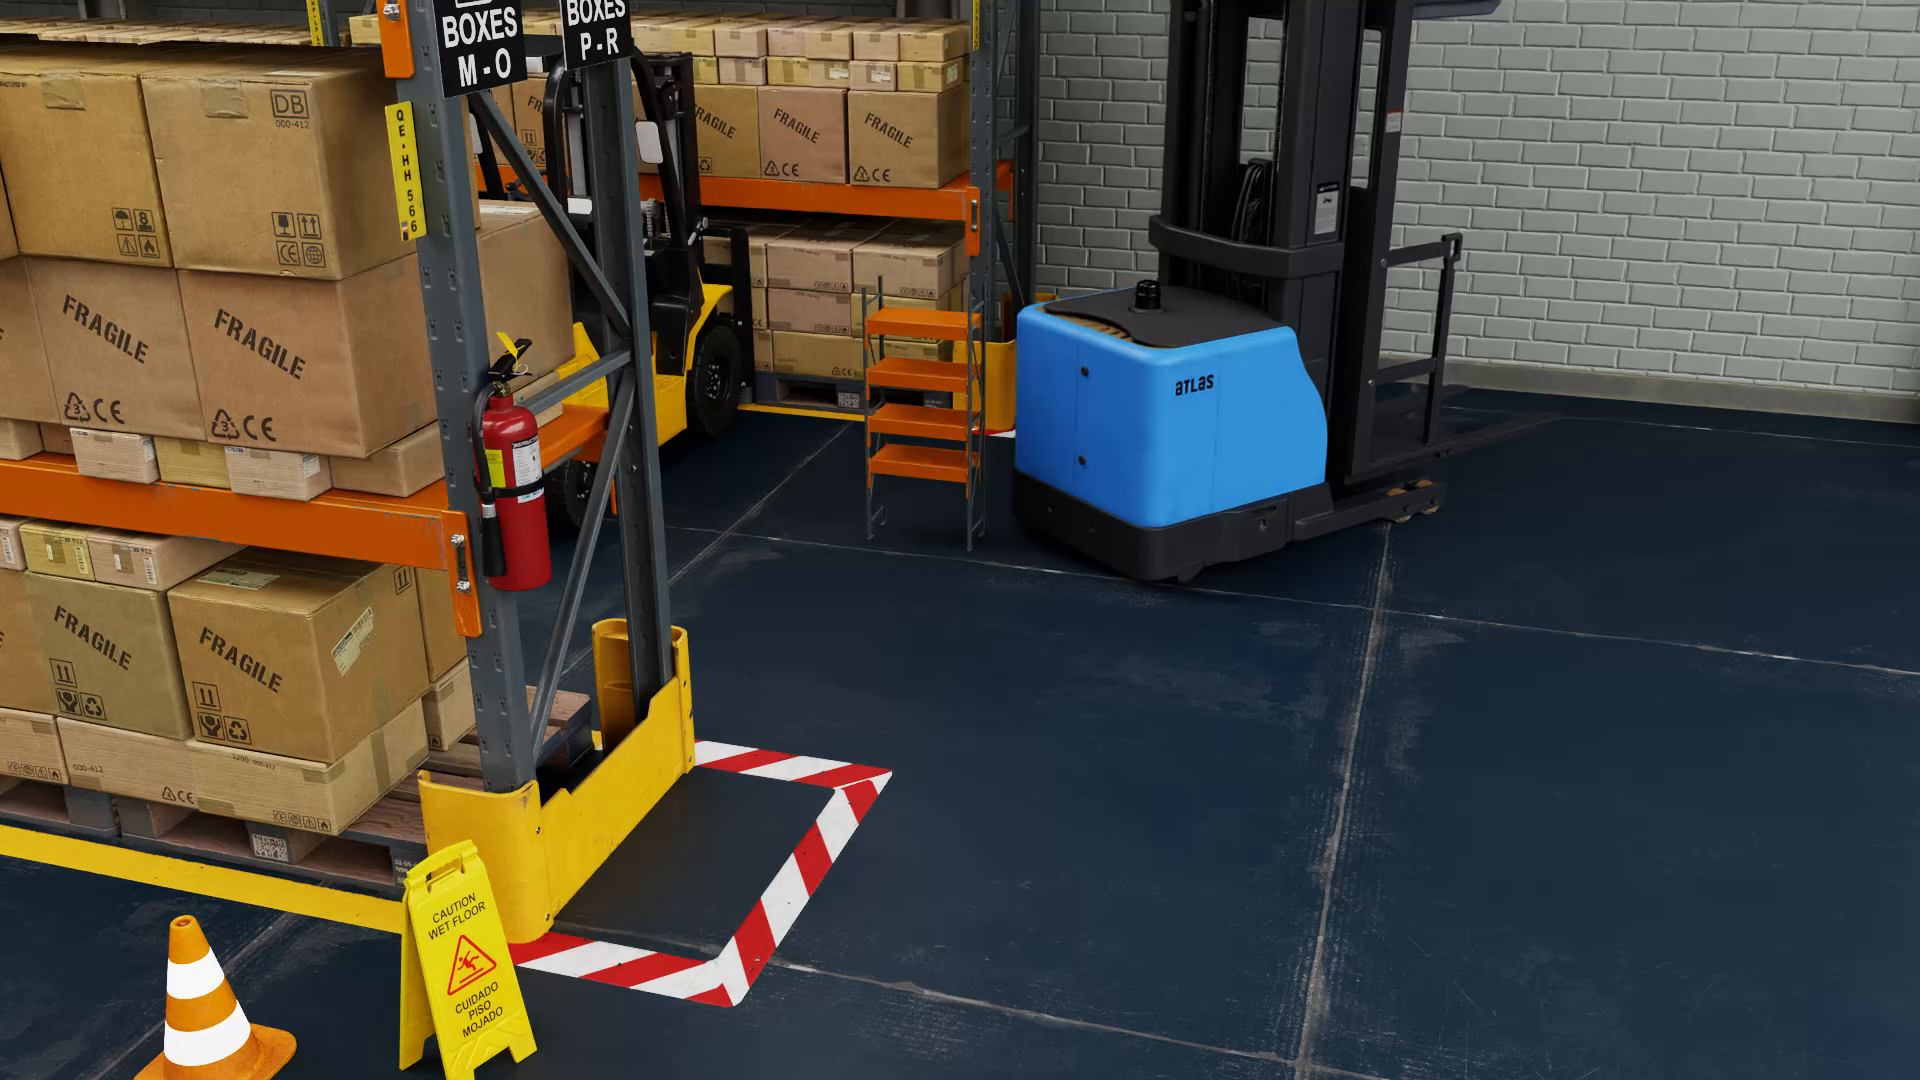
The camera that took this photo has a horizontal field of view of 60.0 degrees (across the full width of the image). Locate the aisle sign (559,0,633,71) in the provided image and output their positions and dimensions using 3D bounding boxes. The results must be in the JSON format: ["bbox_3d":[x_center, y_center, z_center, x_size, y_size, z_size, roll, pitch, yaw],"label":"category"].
[{"bbox_3d":[-1.027,-1.727,4.602,0.004,0.787,0.394,7,23,16],"label":"aisle sign"}]

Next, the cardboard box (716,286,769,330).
[{"bbox_3d":[-1.279,-1.423,9.698,0.500,0.250,0.500,6,23,14],"label":"cardboard box"}]

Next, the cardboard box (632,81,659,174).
[{"bbox_3d":[-1.762,-2.394,9.523,0.500,0.500,0.500,7,23,16],"label":"cardboard box"}]

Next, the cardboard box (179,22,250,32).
[{"bbox_3d":[-4.812,-3.257,10.771,0.250,0.149,0.380,7,23,15],"label":"cardboard box"}]

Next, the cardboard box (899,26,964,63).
[{"bbox_3d":[-0.150,-2.669,8.946,0.250,0.149,0.380,7,23,16],"label":"cardboard box"}]

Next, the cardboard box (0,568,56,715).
[{"bbox_3d":[-3.000,0.206,5.398,0.500,0.500,0.500,6,23,14],"label":"cardboard box"}]

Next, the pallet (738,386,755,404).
[{"bbox_3d":[-1.654,-1.135,10.259,1.213,0.211,1.003,7,23,15],"label":"pallet"}]

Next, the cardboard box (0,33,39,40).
[{"bbox_3d":[-3.166,-1.223,4.959,0.500,0.500,0.700,6,23,15],"label":"cardboard box"}]

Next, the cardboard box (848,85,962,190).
[{"bbox_3d":[-0.293,-2.227,9.115,0.500,0.500,0.500,6,23,14],"label":"cardboard box"}]

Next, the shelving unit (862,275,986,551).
[{"bbox_3d":[-0.158,-0.573,7.587,0.503,1.200,0.258,7,23,16],"label":"shelving unit"}]

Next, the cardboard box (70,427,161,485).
[{"bbox_3d":[-2.365,-0.306,4.895,0.250,0.149,0.380,7,23,16],"label":"cardboard box"}]

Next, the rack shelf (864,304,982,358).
[{"bbox_3d":[-0.159,-0.937,7.437,0.480,0.148,0.258,7,23,16],"label":"rack shelf"}]

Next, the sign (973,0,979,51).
[{"bbox_3d":[0.084,-2.672,8.494,0.005,0.325,0.100,7,23,16],"label":"sign"}]

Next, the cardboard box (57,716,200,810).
[{"bbox_3d":[-2.521,0.609,5.403,0.500,0.250,0.500,7,23,16],"label":"cardboard box"}]

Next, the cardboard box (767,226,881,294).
[{"bbox_3d":[-0.767,-1.598,9.466,0.500,0.250,0.500,7,23,16],"label":"cardboard box"}]

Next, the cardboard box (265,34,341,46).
[{"bbox_3d":[-3.966,-2.964,10.057,0.250,0.149,0.380,7,23,17],"label":"cardboard box"}]

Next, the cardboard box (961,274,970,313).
[{"bbox_3d":[-0.136,-1.503,9.892,0.500,0.250,0.500,7,23,16],"label":"cardboard box"}]

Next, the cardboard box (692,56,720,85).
[{"bbox_3d":[-1.394,-2.637,9.259,0.250,0.149,0.380,7,23,16],"label":"cardboard box"}]

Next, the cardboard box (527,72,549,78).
[{"bbox_3d":[-2.375,-2.747,9.528,0.250,0.149,0.380,6,23,15],"label":"cardboard box"}]

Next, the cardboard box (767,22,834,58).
[{"bbox_3d":[-0.870,-2.758,9.162,0.250,0.149,0.380,7,23,16],"label":"cardboard box"}]

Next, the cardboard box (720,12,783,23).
[{"bbox_3d":[-1.218,-3.002,9.758,0.250,0.149,0.380,6,23,14],"label":"cardboard box"}]

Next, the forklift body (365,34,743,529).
[{"bbox_3d":[-2.088,-1.375,8.287,1.214,2.155,2.313,7,23,16],"label":"forklift body"}]

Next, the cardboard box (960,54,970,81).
[{"bbox_3d":[0.004,-2.700,9.413,0.250,0.149,0.380,6,23,14],"label":"cardboard box"}]

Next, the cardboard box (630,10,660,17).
[{"bbox_3d":[-1.966,-3.067,9.917,0.250,0.149,0.380,6,23,15],"label":"cardboard box"}]

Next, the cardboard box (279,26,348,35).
[{"bbox_3d":[-4.091,-3.172,10.564,0.250,0.149,0.380,6,23,14],"label":"cardboard box"}]

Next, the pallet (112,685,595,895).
[{"bbox_3d":[-2.016,0.761,5.635,1.213,0.211,1.003,7,23,16],"label":"pallet"}]

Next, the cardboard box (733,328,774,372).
[{"bbox_3d":[-1.237,-1.197,9.806,0.500,0.250,0.500,7,23,16],"label":"cardboard box"}]

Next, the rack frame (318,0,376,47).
[{"bbox_3d":[-3.575,-2.661,10.304,0.127,3.000,1.000,7,23,16],"label":"rack frame"}]

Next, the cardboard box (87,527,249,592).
[{"bbox_3d":[-2.389,0.003,5.036,0.250,0.149,0.380,7,23,17],"label":"cardboard box"}]

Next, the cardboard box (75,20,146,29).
[{"bbox_3d":[-5.559,-3.322,10.930,0.250,0.149,0.380,7,23,17],"label":"cardboard box"}]

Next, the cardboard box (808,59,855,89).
[{"bbox_3d":[-0.643,-2.573,9.103,0.250,0.149,0.380,7,23,17],"label":"cardboard box"}]

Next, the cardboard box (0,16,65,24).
[{"bbox_3d":[-6.267,-3.443,11.225,0.250,0.149,0.380,6,23,14],"label":"cardboard box"}]

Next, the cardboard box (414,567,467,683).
[{"bbox_3d":[-1.891,0.121,5.604,0.500,0.500,0.500,6,23,14],"label":"cardboard box"}]

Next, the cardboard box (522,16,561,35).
[{"bbox_3d":[-2.359,-2.897,9.502,0.250,0.149,0.380,6,23,15],"label":"cardboard box"}]

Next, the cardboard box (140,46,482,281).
[{"bbox_3d":[-1.728,-1.042,4.515,0.500,0.500,0.700,6,23,14],"label":"cardboard box"}]

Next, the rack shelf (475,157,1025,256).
[{"bbox_3d":[-1.660,-2.109,9.906,4.000,0.370,1.077,7,23,16],"label":"rack shelf"}]

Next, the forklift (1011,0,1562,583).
[{"bbox_3d":[1.747,-1.587,7.777,3.031,2.935,1.130,-15,26,-32],"label":"forklift"}]

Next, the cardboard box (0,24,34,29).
[{"bbox_3d":[-6.172,-3.215,10.669,0.250,0.149,0.380,7,23,16],"label":"cardboard box"}]

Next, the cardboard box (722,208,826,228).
[{"bbox_3d":[-1.106,-1.841,10.057,0.500,0.250,0.500,6,23,15],"label":"cardboard box"}]

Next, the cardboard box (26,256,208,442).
[{"bbox_3d":[-2.253,-0.618,4.801,0.500,0.500,0.500,7,23,16],"label":"cardboard box"}]

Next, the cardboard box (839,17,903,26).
[{"bbox_3d":[-0.503,-2.885,9.473,0.250,0.149,0.380,7,23,17],"label":"cardboard box"}]

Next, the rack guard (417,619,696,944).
[{"bbox_3d":[-1.249,0.730,5.332,0.348,0.500,1.175,7,23,16],"label":"rack guard"}]

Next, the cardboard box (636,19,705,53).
[{"bbox_3d":[-1.620,-2.835,9.350,0.250,0.149,0.380,7,23,16],"label":"cardboard box"}]

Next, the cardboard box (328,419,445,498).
[{"bbox_3d":[-1.596,-0.265,4.796,0.250,0.149,0.380,7,23,17],"label":"cardboard box"}]

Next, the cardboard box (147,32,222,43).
[{"bbox_3d":[-4.728,-3.012,10.174,0.250,0.149,0.380,6,23,14],"label":"cardboard box"}]

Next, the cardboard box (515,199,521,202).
[{"bbox_3d":[-2.559,-2.012,10.474,0.500,0.250,0.500,6,23,15],"label":"cardboard box"}]

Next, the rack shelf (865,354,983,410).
[{"bbox_3d":[-0.158,-0.718,7.527,0.480,0.148,0.258,7,23,16],"label":"rack shelf"}]

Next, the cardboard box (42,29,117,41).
[{"bbox_3d":[-5.474,-3.094,10.374,0.250,0.149,0.380,6,23,14],"label":"cardboard box"}]
